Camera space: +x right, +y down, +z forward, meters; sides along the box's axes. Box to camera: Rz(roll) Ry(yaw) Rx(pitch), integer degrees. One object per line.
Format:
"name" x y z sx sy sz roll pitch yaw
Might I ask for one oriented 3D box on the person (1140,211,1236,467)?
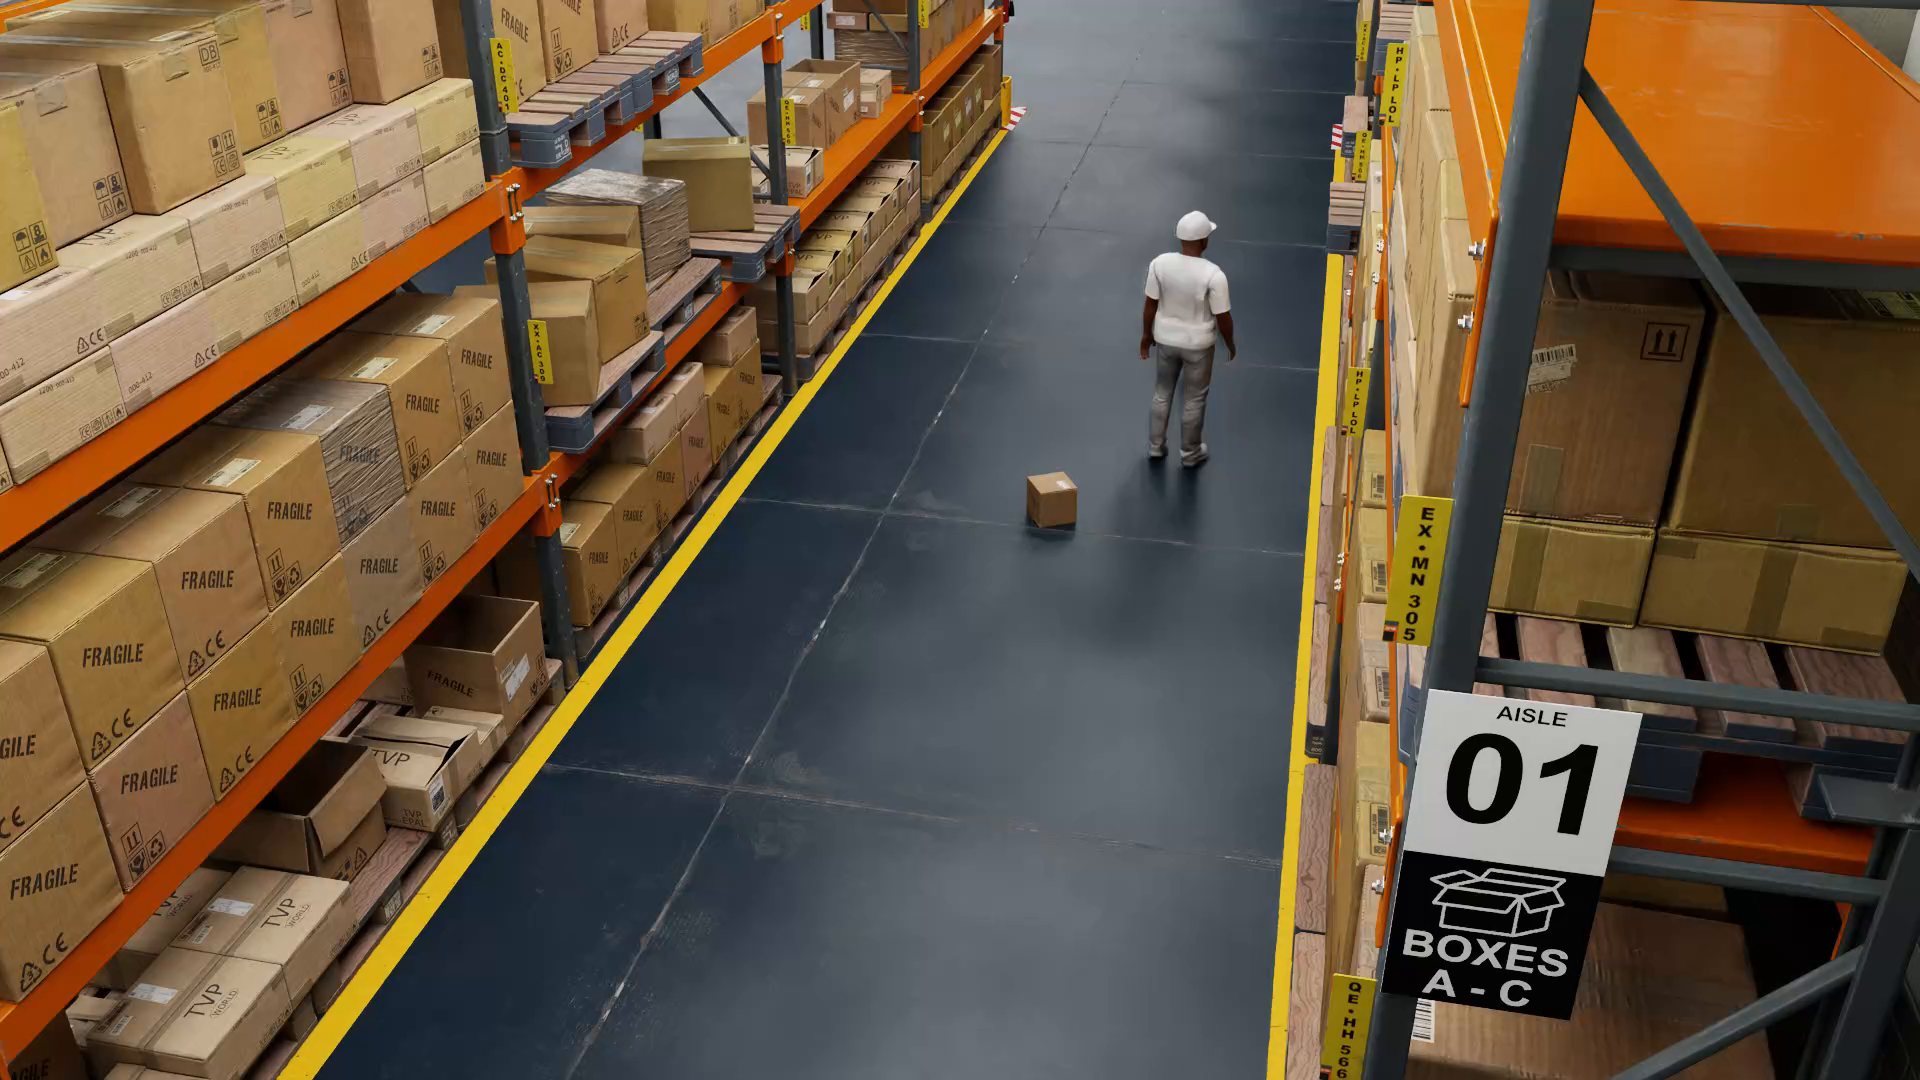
"person" 1.508 -1.302 10.967 0.614 1.815 0.456 16 33 27
